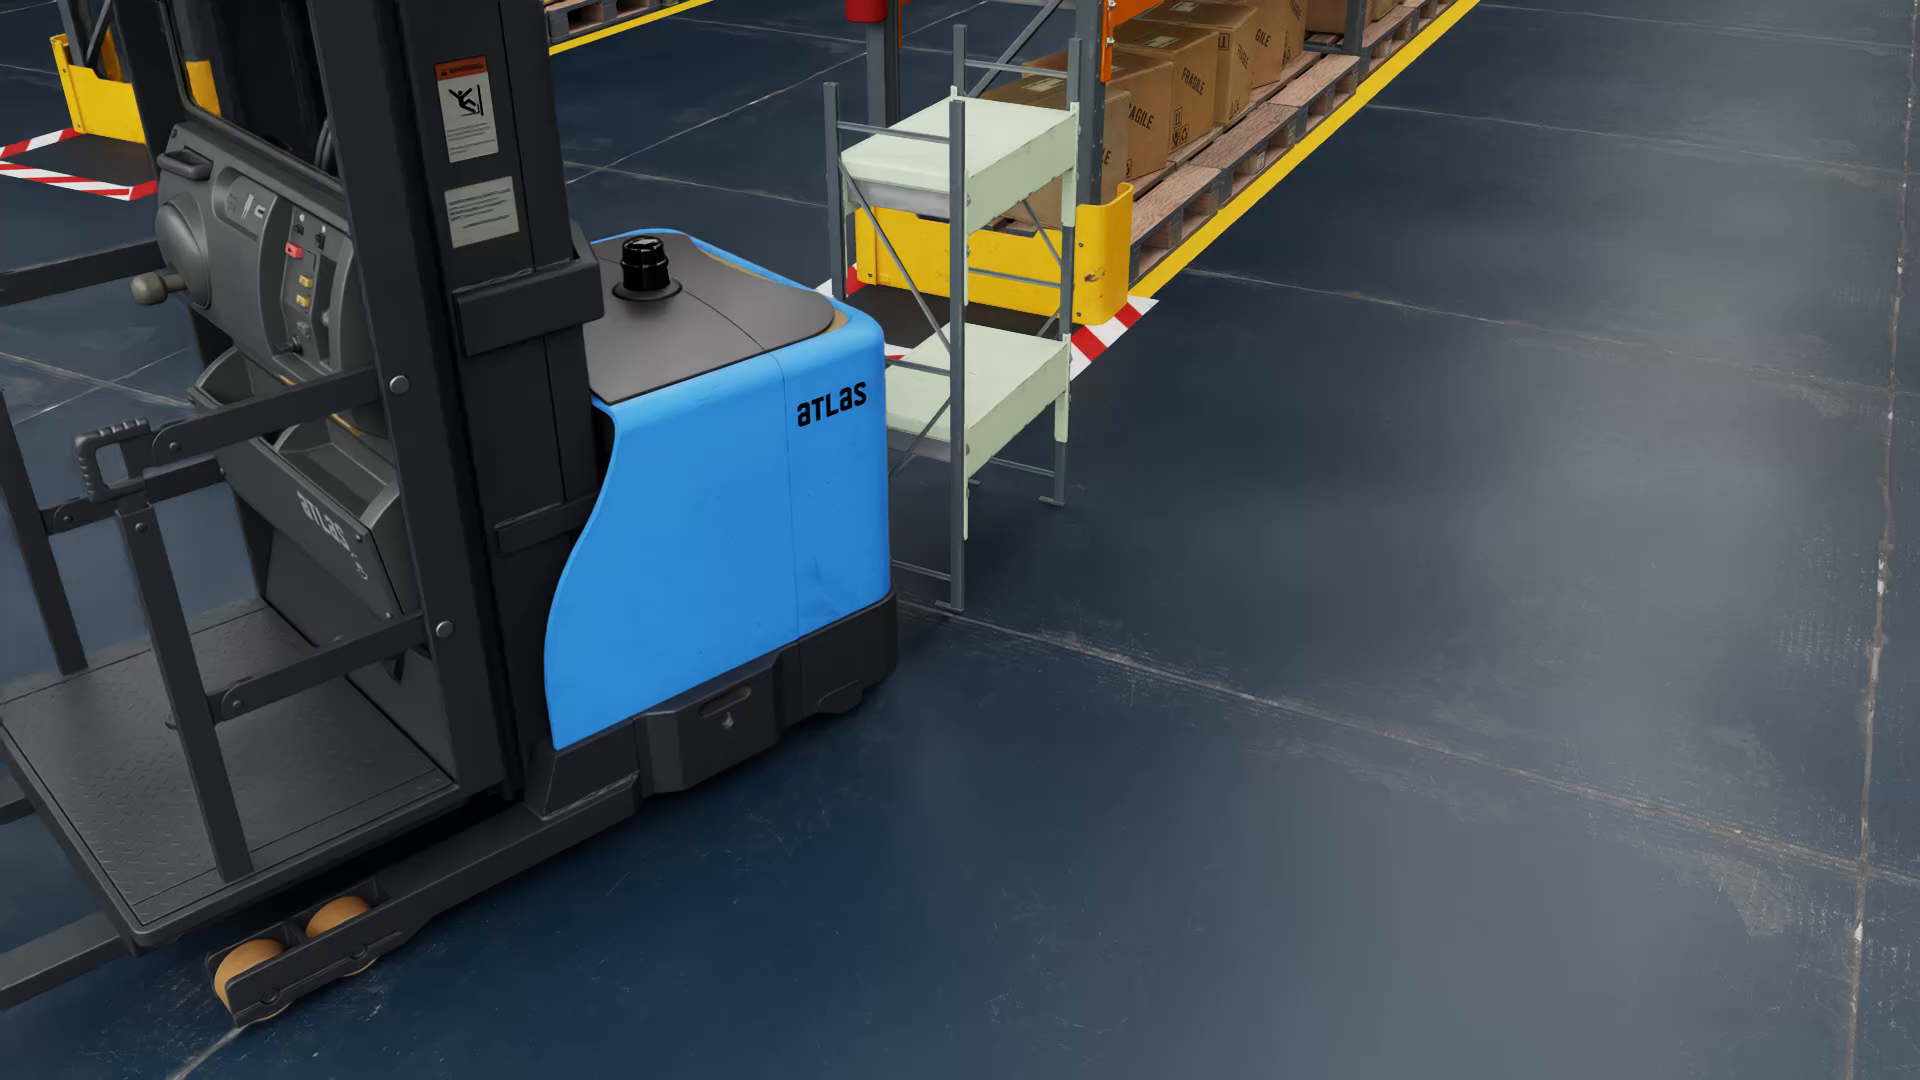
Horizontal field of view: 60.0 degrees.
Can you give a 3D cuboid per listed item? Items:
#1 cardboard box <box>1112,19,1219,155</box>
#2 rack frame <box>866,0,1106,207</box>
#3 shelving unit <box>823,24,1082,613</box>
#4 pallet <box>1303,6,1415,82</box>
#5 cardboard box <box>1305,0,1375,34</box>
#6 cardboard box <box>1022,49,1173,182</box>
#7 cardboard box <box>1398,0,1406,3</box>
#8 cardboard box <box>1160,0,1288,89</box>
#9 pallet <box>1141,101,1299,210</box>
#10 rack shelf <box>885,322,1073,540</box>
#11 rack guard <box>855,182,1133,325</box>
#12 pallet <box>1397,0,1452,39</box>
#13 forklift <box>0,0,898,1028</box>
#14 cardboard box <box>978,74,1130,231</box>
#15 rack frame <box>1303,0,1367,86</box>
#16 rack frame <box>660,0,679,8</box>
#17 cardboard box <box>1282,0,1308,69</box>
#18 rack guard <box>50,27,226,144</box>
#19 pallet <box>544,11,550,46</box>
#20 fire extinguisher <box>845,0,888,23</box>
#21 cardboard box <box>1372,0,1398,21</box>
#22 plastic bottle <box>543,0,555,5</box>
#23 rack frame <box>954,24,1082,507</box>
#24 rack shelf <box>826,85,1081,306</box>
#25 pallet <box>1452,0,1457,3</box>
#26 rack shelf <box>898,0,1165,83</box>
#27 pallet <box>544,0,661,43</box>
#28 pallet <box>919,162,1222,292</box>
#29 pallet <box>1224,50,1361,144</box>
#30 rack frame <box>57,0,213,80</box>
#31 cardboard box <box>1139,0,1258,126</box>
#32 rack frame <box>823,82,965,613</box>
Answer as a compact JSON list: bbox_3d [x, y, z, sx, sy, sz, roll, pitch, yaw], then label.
[{"bbox_3d":[0.936,-2.255,8.254,0.500,0.500,0.500,18,34,28],"label":"cardboard box"},{"bbox_3d":[0.093,-2.338,6.310,1.000,3.000,0.127,14,33,23],"label":"rack frame"},{"bbox_3d":[-0.003,-0.647,4.871,0.431,1.500,0.755,14,33,23],"label":"shelving unit"},{"bbox_3d":[2.268,-3.248,10.693,1.003,0.211,1.213,14,33,23],"label":"pallet"},{"bbox_3d":[2.214,-3.486,10.376,0.700,0.500,0.500,12,32,20],"label":"cardboard box"},{"bbox_3d":[0.634,-1.982,7.778,0.500,0.500,0.500,24,38,36],"label":"cardboard box"},{"bbox_3d":[2.702,-3.941,11.169,0.700,0.500,0.500,11,32,19],"label":"cardboard box"},{"bbox_3d":[1.443,-2.786,9.177,0.500,0.500,0.500,-26,39,-37],"label":"cardboard box"},{"bbox_3d":[1.086,-2.054,8.614,1.003,0.211,1.213,14,33,23],"label":"pallet"},{"bbox_3d":[-0.003,-0.365,5.034,0.431,0.370,0.720,14,33,23],"label":"rack shelf"},{"bbox_3d":[0.127,-1.288,6.991,1.175,0.500,0.348,14,33,23],"label":"rack guard"},{"bbox_3d":[2.823,-3.791,11.639,1.003,0.211,1.213,14,33,23],"label":"pallet"},{"bbox_3d":[-1.597,-0.556,3.276,3.031,2.935,1.130,-24,38,-36],"label":"forklift"},{"bbox_3d":[0.392,-1.709,7.303,0.500,0.500,0.500,21,36,32],"label":"cardboard box"},{"bbox_3d":[1.915,-4.111,9.397,1.000,3.000,0.127,14,33,23],"label":"rack frame"},{"bbox_3d":[-2.494,-5.235,11.354,1.000,3.000,0.127,14,33,23],"label":"rack frame"},{"bbox_3d":[1.697,-3.041,9.622,0.500,0.500,0.500,13,32,22],"label":"cardboard box"},{"bbox_3d":[-4.324,-2.422,8.966,1.175,0.500,0.348,14,33,23],"label":"rack guard"},{"bbox_3d":[-3.392,-3.195,10.601,1.003,0.211,1.213,14,33,23],"label":"pallet"},{"bbox_3d":[-0.370,-2.358,6.423,0.296,0.674,0.183,14,33,23],"label":"fire extinguisher"},{"bbox_3d":[2.448,-3.693,10.737,0.700,0.500,0.500,14,33,23],"label":"cardboard box"},{"bbox_3d":[-2.766,-3.698,10.896,0.144,0.351,0.185,14,33,23],"label":"plastic bottle"},{"bbox_3d":[0.164,-0.810,5.154,0.400,1.500,0.023,14,33,23],"label":"rack frame"},{"bbox_3d":[-0.003,-0.986,4.677,0.431,0.370,0.720,14,33,23],"label":"rack shelf"},{"bbox_3d":[3.380,-4.329,12.577,1.003,0.211,1.213,14,33,23],"label":"pallet"},{"bbox_3d":[1.004,-2.913,8.033,1.077,0.370,4.000,14,33,23],"label":"rack shelf"},{"bbox_3d":[-2.837,-3.738,11.547,1.003,0.211,1.213,14,33,23],"label":"pallet"},{"bbox_3d":[0.529,-1.515,7.676,1.003,0.211,1.213,14,33,23],"label":"pallet"},{"bbox_3d":[1.640,-2.596,9.559,1.003,0.211,1.213,14,33,23],"label":"pallet"},{"bbox_3d":[-4.317,-3.462,8.266,1.000,3.000,0.127,14,33,23],"label":"rack frame"},{"bbox_3d":[1.230,-2.493,8.667,0.500,0.500,0.500,11,32,19],"label":"cardboard box"},{"bbox_3d":[-0.170,-0.485,4.589,0.400,1.500,0.023,14,33,23],"label":"rack frame"}]
